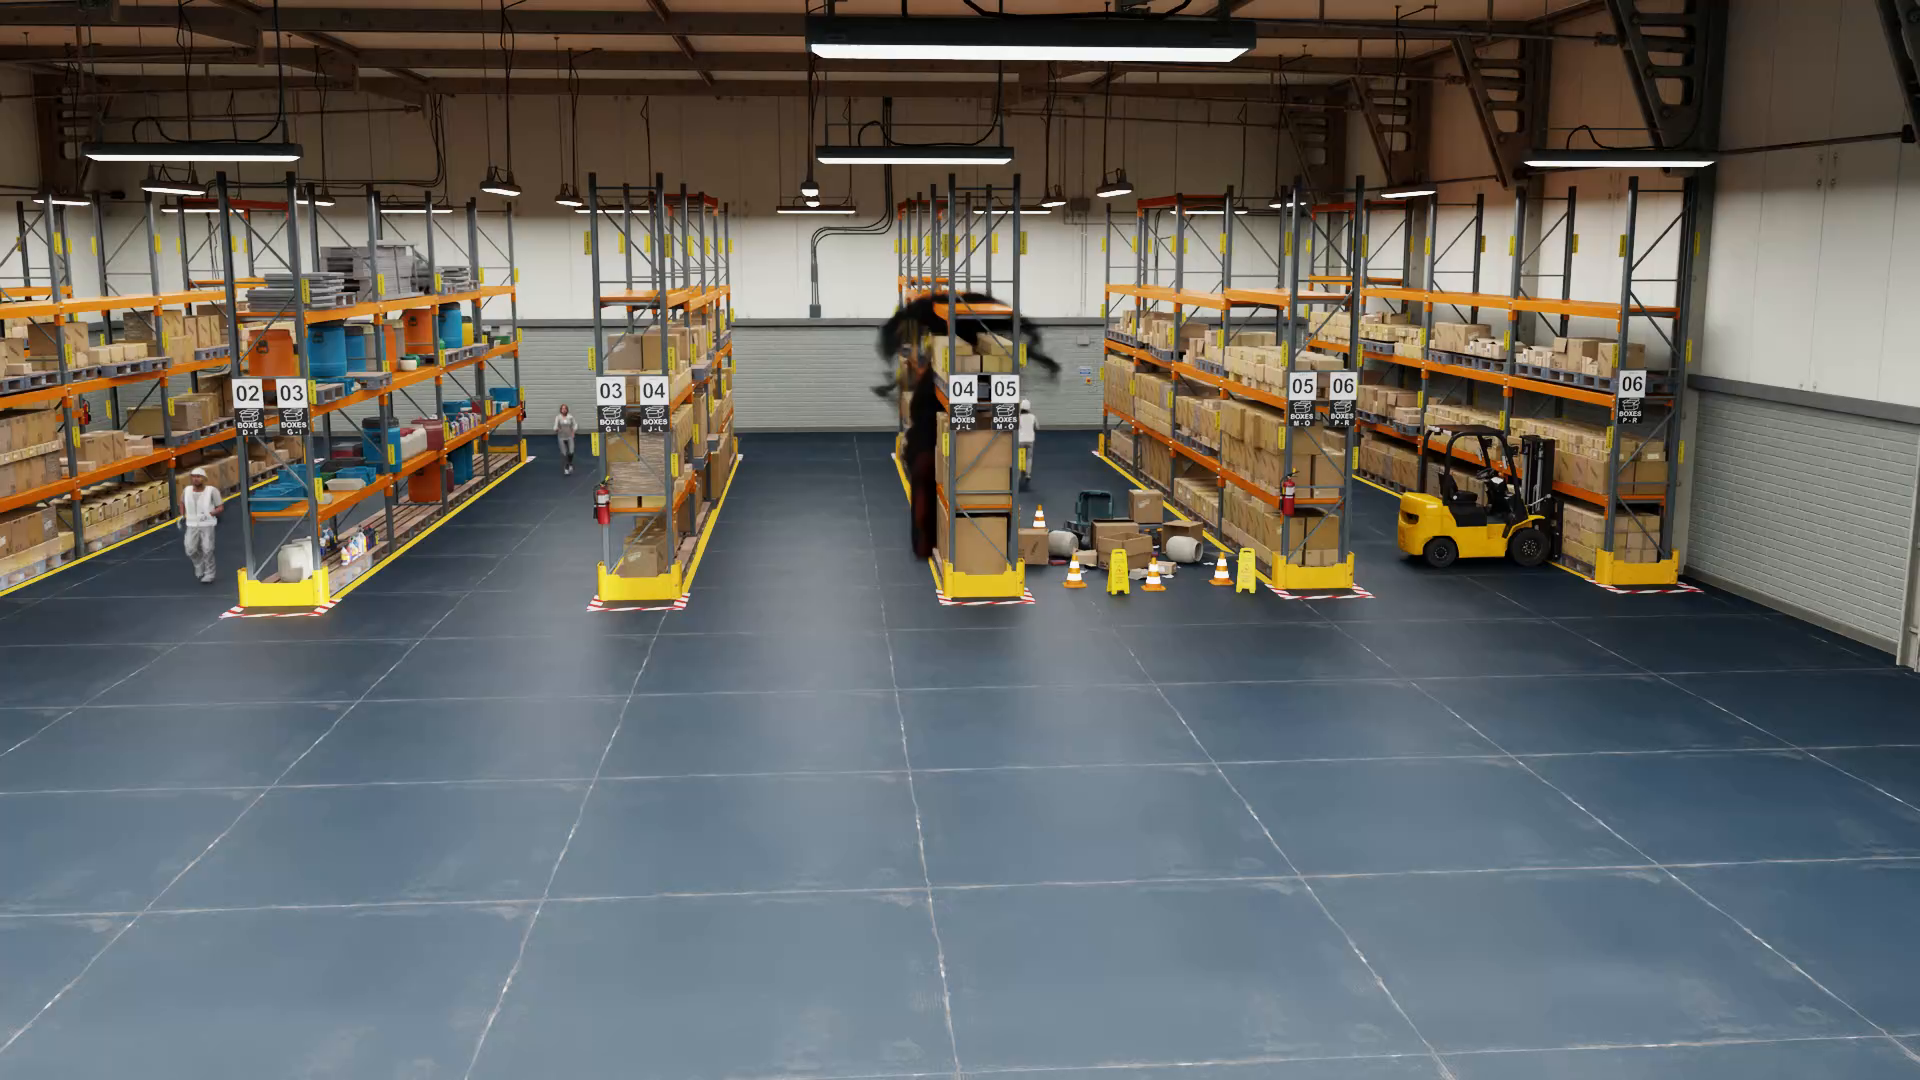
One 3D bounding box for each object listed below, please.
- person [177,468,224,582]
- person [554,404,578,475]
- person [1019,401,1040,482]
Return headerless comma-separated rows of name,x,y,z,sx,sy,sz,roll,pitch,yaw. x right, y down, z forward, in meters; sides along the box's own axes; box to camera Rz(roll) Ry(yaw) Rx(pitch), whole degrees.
person,-11.333,-0.203,24.800,0.679,1.738,0.599,-1,10,-8
person,-8.667,-2.204,36.609,0.521,1.561,0.570,-3,10,-15
person,1.385,-2.033,35.201,0.624,1.822,1.003,-1,10,-3
